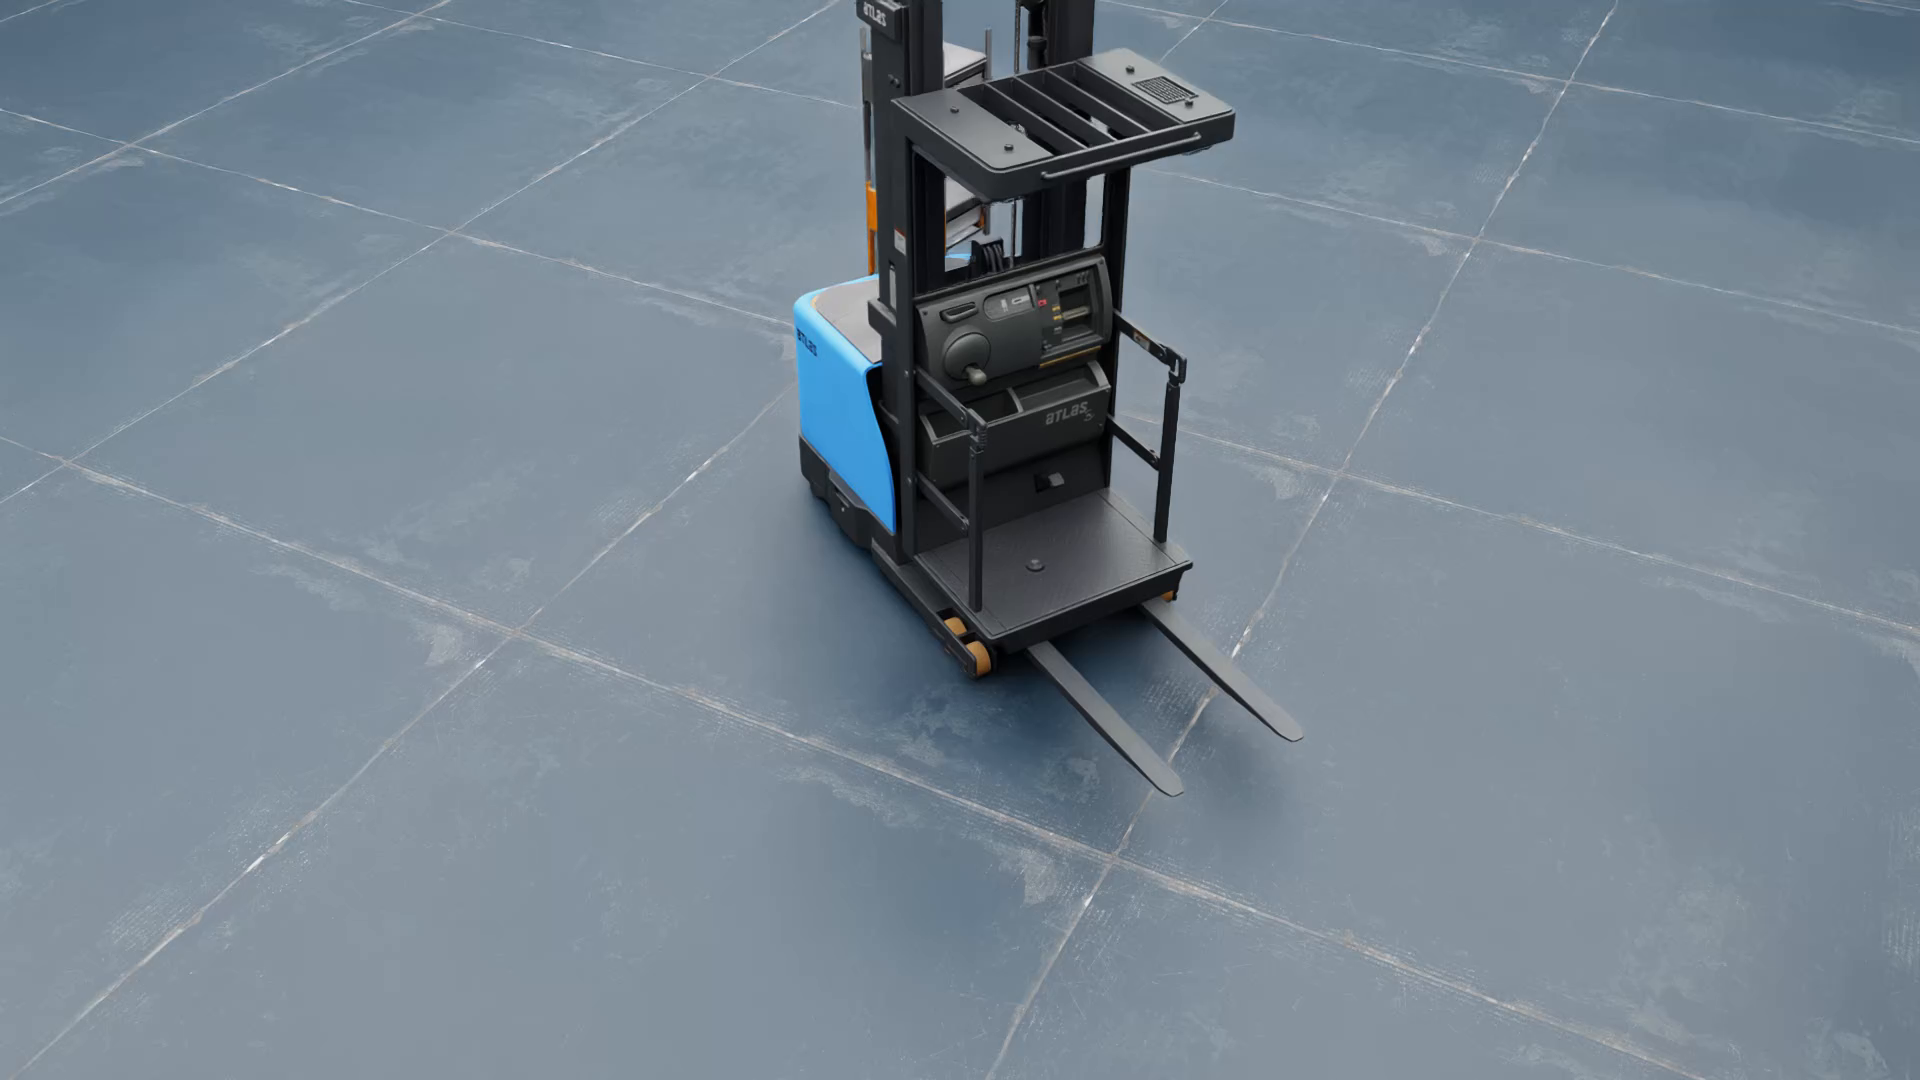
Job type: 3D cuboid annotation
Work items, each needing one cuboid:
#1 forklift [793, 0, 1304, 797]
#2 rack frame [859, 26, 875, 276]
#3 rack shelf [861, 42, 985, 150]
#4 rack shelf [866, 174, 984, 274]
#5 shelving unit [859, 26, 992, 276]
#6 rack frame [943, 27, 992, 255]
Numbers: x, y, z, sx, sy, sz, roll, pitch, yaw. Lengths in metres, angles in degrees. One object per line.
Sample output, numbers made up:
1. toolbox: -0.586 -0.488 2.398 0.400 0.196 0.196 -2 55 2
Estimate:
1. forklift: 0.358 -0.870 6.971 1.130 2.935 3.031 -20 41 -24
2. rack frame: -0.356 -1.733 8.796 0.015 2.100 0.400 26 44 30
3. rack shelf: -0.166 -2.187 8.260 0.480 0.518 0.431 26 44 30
4. rack shelf: -0.166 -1.630 8.683 0.480 0.518 0.431 26 44 30
5. shelving unit: -0.166 -1.641 8.675 0.503 2.100 0.431 26 44 30
6. rack frame: 0.025 -1.549 8.554 0.015 2.100 0.400 26 44 30
